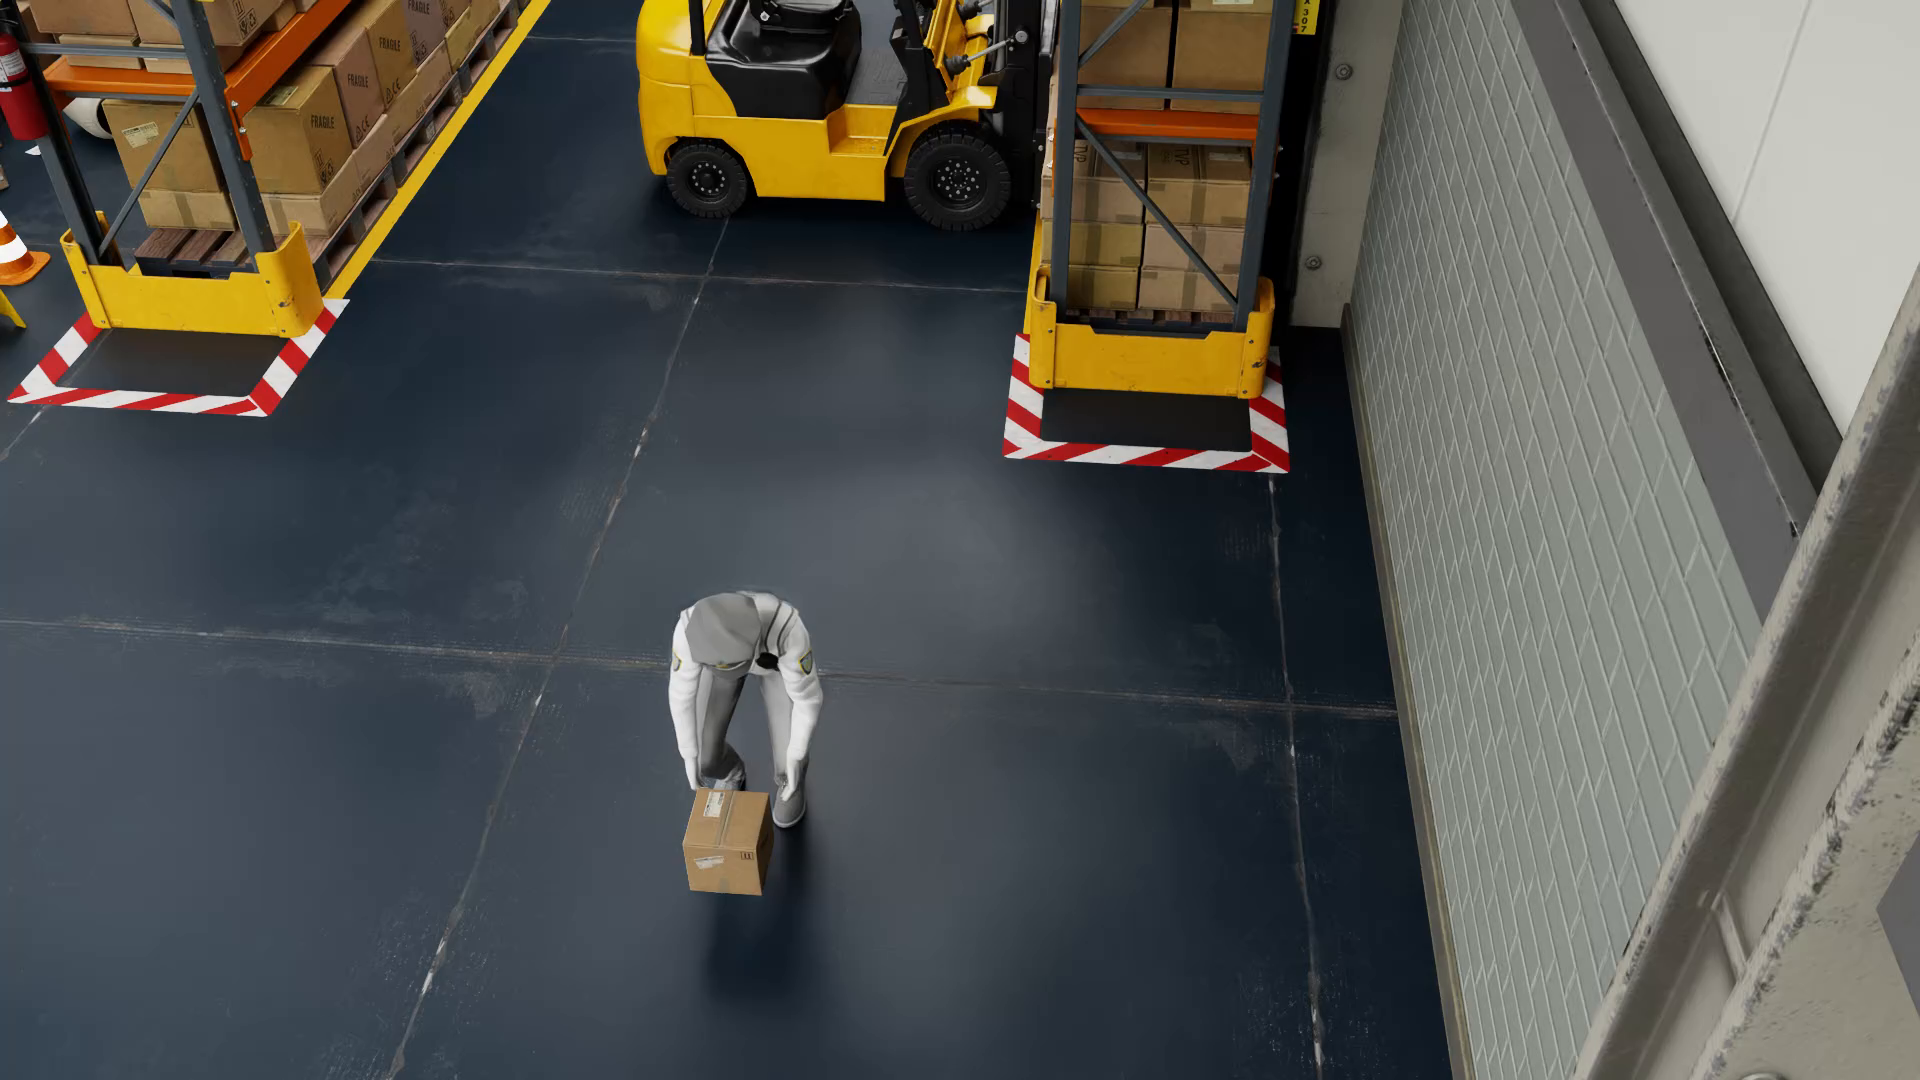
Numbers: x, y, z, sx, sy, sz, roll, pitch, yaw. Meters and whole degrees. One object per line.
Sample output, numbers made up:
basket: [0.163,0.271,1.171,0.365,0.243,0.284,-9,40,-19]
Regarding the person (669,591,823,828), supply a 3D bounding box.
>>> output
person: [-0.726,0.550,5.820,0.532,1.266,0.761,3,40,4]
